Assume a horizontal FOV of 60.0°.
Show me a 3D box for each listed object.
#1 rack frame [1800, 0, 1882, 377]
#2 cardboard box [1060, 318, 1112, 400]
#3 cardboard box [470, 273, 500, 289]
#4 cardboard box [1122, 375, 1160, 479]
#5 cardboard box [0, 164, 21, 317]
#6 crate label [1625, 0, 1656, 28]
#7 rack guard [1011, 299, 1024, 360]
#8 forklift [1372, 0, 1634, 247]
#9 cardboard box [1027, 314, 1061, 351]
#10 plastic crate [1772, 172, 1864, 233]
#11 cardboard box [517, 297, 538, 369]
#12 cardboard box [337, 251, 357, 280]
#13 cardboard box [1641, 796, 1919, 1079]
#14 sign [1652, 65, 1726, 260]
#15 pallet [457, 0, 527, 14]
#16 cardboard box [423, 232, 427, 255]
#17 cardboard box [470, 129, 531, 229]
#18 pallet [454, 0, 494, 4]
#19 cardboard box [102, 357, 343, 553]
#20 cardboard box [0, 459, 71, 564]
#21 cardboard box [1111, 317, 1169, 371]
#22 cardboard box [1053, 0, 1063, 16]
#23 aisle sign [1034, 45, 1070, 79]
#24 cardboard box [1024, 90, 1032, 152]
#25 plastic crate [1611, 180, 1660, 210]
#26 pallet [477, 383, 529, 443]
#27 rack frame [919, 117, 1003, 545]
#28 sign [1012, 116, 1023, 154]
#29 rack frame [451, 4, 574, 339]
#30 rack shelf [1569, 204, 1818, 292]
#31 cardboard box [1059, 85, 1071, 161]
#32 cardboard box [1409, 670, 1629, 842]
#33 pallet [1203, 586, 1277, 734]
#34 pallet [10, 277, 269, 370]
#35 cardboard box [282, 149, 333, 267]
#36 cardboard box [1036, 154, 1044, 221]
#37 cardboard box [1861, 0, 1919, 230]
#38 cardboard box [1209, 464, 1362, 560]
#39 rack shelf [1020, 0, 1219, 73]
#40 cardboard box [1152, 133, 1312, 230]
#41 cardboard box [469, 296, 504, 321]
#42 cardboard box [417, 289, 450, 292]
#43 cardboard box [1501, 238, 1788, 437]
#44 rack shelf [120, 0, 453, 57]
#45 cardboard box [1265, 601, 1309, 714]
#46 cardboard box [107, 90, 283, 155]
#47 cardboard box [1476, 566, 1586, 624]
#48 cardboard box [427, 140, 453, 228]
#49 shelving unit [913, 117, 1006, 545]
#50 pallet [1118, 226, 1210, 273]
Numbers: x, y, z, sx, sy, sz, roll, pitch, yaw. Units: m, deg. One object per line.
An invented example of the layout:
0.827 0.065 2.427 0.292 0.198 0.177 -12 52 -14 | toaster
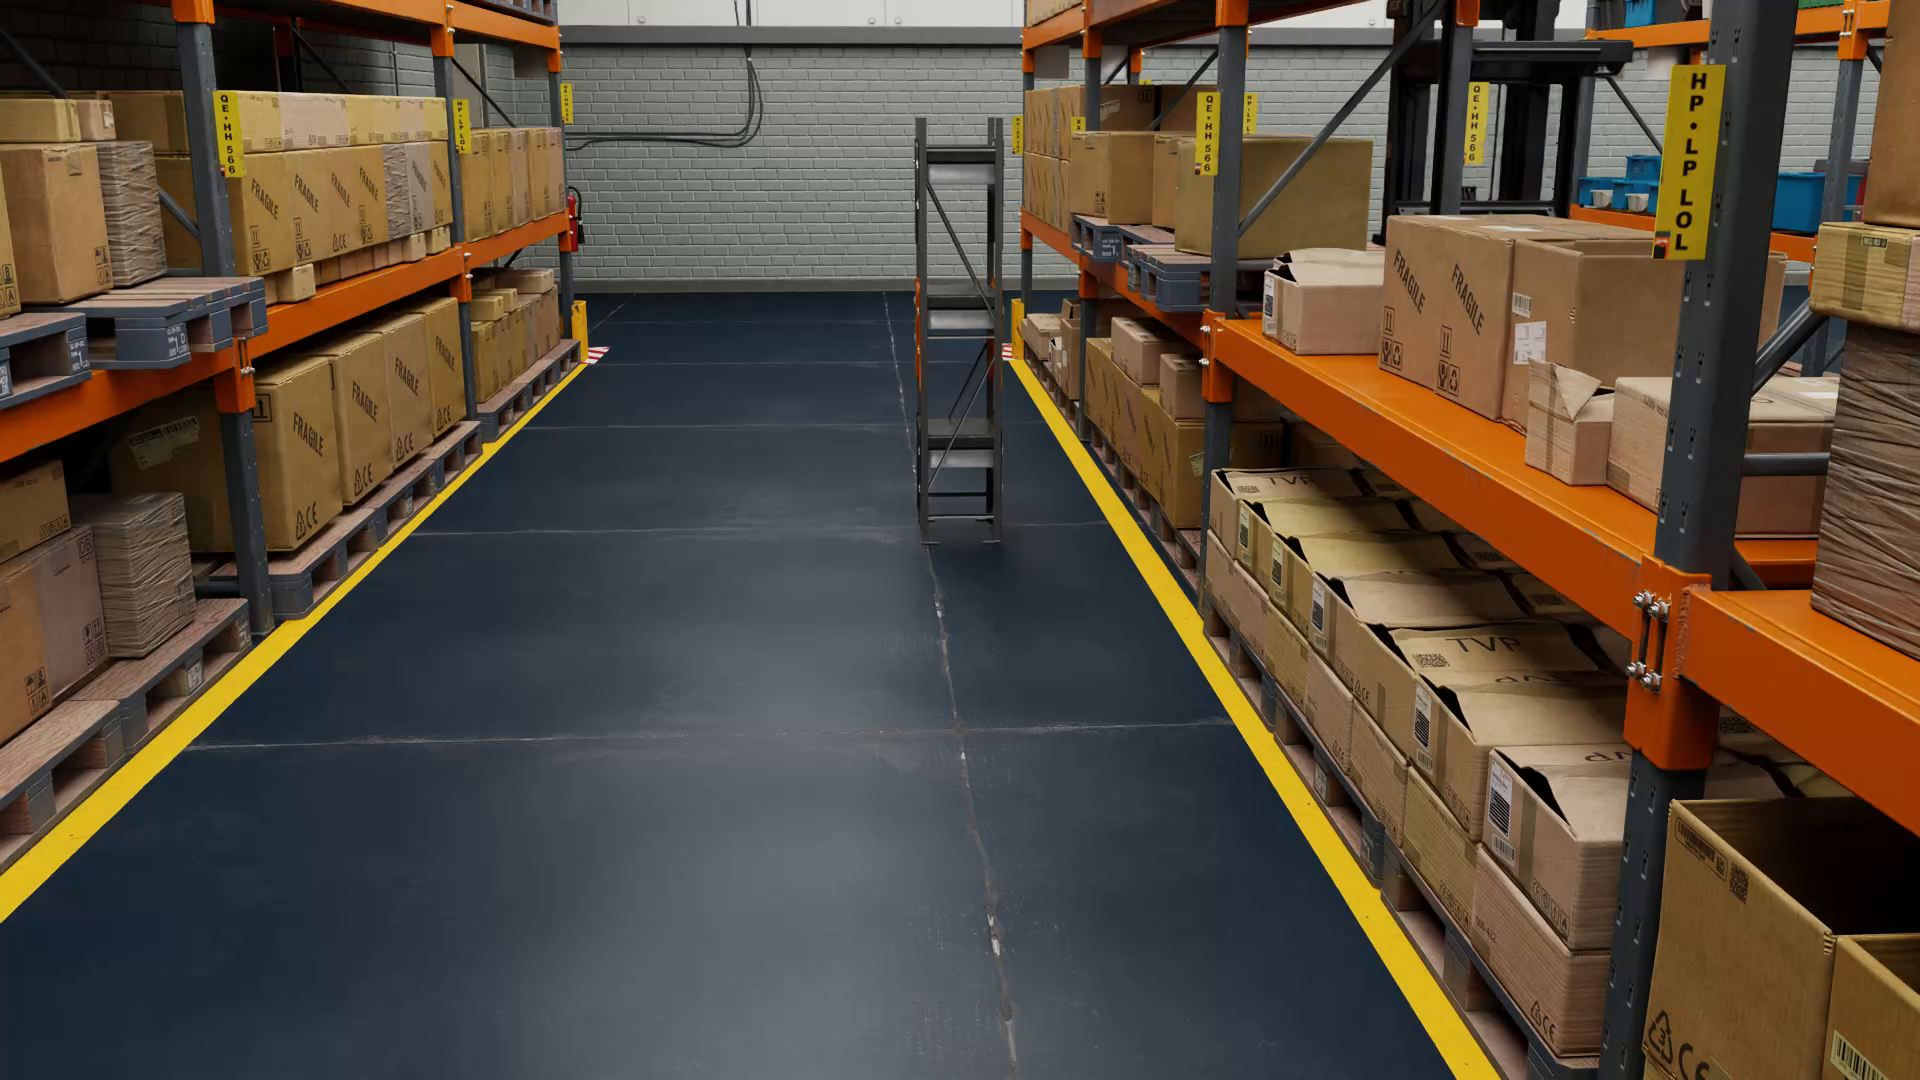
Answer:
6.241 -2.199 11.051 1.000 3.000 0.127 -1 14 -3 | rack frame
0.978 -1.263 11.548 0.500 0.500 0.500 -1 14 -3 | cardboard box
-3.927 -2.077 13.450 0.380 0.149 0.250 -1 14 -3 | cardboard box
1.182 -0.619 9.045 0.500 0.500 0.500 -1 14 -6 | cardboard box
-3.261 -0.886 4.867 0.700 0.500 0.500 -1 14 -3 | cardboard box
5.727 -4.340 13.651 0.408 0.251 0.502 -1 14 -3 | crate label
1.053 -1.888 14.862 1.175 0.500 0.348 -1 14 -3 | rack guard
3.038 -1.769 9.522 1.130 2.935 3.031 -1 14 -3 | forklift
0.830 -1.735 13.886 0.500 0.250 0.500 -1 14 -3 | cardboard box
5.871 -2.331 11.477 0.392 0.384 0.575 -1 14 -3 | plastic crate
-3.689 -1.611 12.942 0.700 0.500 0.500 -1 14 -5 | cardboard box
-3.295 -1.406 8.433 0.380 0.149 0.250 -1 14 -3 | cardboard box
1.508 0.752 2.755 0.500 0.500 0.500 -1 14 -3 | cardboard box
1.251 -0.645 2.849 0.100 0.325 0.005 -1 14 -3 | sign
-3.760 -3.962 12.062 1.003 0.211 1.213 -1 14 -3 | pallet
-3.334 -1.726 9.680 0.380 0.149 0.250 0 14 -2 | cardboard box
-3.759 -2.688 12.353 0.980 0.700 0.700 -2 15 -6 | cardboard box
-3.688 -3.659 10.886 1.003 0.211 1.213 -1 14 -3 | pallet
-3.314 -0.398 7.525 0.750 0.750 0.750 -1 14 -4 | cardboard box
-3.330 -0.095 5.506 0.500 0.250 0.500 -1 14 -2 | cardboard box
1.145 -1.116 9.472 0.500 0.250 0.500 -1 14 -3 | cardboard box
0.941 -3.869 11.823 0.500 0.250 0.500 -1 14 -3 | cardboard box
0.751 -4.389 14.349 0.394 0.787 0.004 -1 14 -3 | aisle sign
0.813 -3.536 14.042 0.500 0.500 0.500 0 14 -2 | cardboard box
5.720 -2.911 14.036 0.416 0.233 0.300 -1 14 -3 | plastic crate
-3.616 -0.885 11.544 1.003 0.211 1.213 -1 14 -3 | pallet
0.005 -0.997 8.189 0.400 2.100 0.015 -1 14 -3 | rack frame
0.507 -3.529 14.484 0.100 0.325 0.005 -1 14 -3 | sign
-3.895 -3.040 14.323 1.000 3.000 0.127 -1 14 -3 | rack frame
6.117 -2.348 13.074 1.077 0.370 4.000 -1 14 -3 | rack shelf
0.972 -2.905 11.589 0.500 0.500 0.500 -1 14 -5 | cardboard box
1.442 0.498 4.122 0.500 0.311 0.500 0 14 -2 | cardboard box
1.556 0.428 6.441 1.003 0.211 1.213 -1 14 -3 | pallet
-3.249 -0.782 5.932 1.213 0.211 1.003 -1 14 -3 | pallet
-3.197 -1.508 7.530 0.500 0.500 0.500 0 14 -2 | cardboard box
0.879 -2.799 13.183 0.500 0.500 0.500 -1 14 -4 | cardboard box
1.826 -0.700 2.422 0.700 0.500 0.500 -1 14 -3 | cardboard box
1.284 -0.137 6.588 0.500 0.311 0.500 0 14 -2 | cardboard box
1.173 -3.725 12.407 1.077 0.370 4.000 -1 14 -3 | rack shelf
1.468 -1.936 8.989 0.700 0.500 0.500 -5 15 -18 | cardboard box
-3.430 -1.628 11.706 0.380 0.149 0.250 0 14 -2 | cardboard box
-3.847 -1.760 12.220 0.380 0.149 0.250 -1 14 -3 | cardboard box
1.728 -0.504 4.265 0.500 0.500 0.500 0 14 1 | cardboard box
-3.523 -2.652 8.240 1.077 0.370 4.000 -1 14 -3 | rack shelf
1.354 0.389 5.670 0.500 0.250 0.500 -1 14 -5 | cardboard box
-3.172 -1.740 6.927 0.500 0.250 0.500 -1 14 -2 | cardboard box
1.919 0.234 5.146 0.500 0.311 0.500 0 14 -2 | cardboard box
-3.367 -2.137 9.974 0.500 0.500 0.500 -1 14 -4 | cardboard box
-0.010 -1.058 8.425 0.431 2.100 0.503 -1 14 -3 | shelving unit
1.419 -1.519 8.795 1.003 0.211 1.213 -1 14 -3 | pallet
